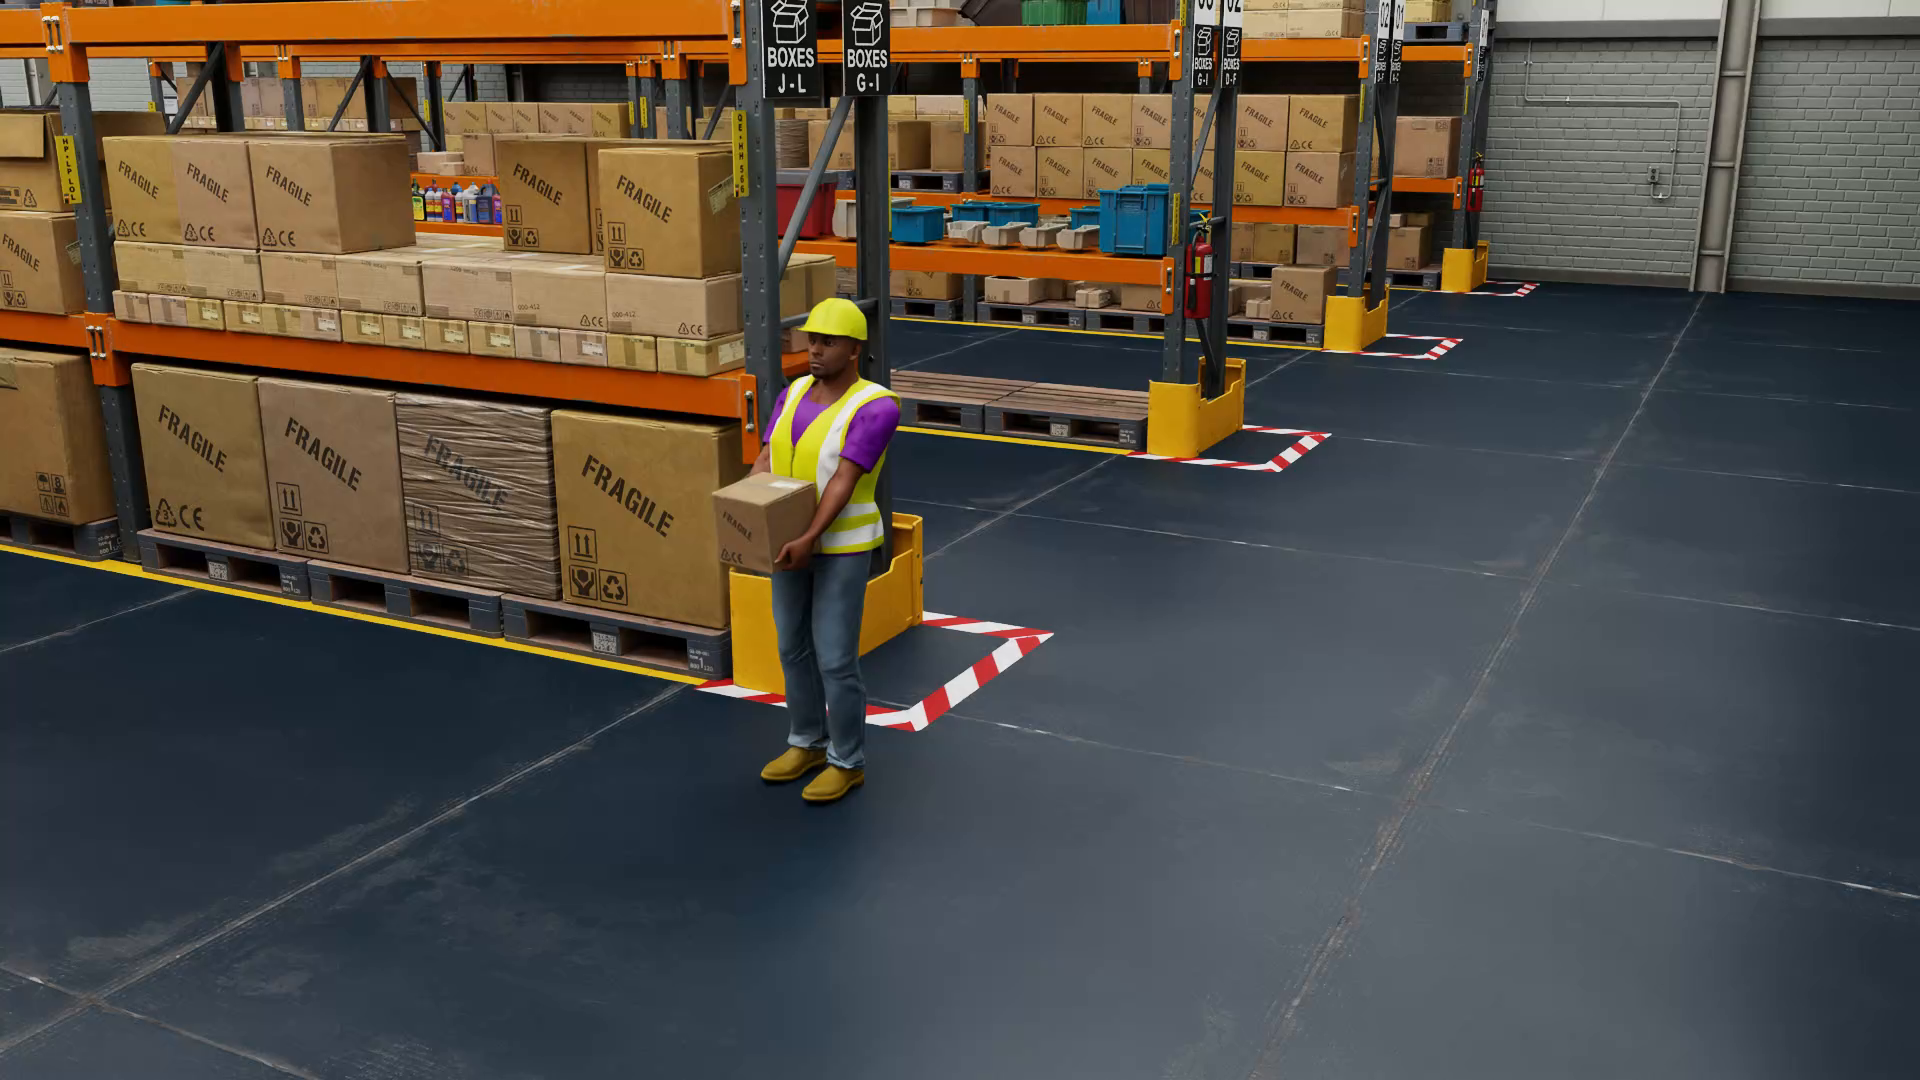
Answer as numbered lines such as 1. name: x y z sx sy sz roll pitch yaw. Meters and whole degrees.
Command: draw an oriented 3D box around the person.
1. person: -0.527 0.048 5.822 0.503 1.760 0.576 12 20 37
